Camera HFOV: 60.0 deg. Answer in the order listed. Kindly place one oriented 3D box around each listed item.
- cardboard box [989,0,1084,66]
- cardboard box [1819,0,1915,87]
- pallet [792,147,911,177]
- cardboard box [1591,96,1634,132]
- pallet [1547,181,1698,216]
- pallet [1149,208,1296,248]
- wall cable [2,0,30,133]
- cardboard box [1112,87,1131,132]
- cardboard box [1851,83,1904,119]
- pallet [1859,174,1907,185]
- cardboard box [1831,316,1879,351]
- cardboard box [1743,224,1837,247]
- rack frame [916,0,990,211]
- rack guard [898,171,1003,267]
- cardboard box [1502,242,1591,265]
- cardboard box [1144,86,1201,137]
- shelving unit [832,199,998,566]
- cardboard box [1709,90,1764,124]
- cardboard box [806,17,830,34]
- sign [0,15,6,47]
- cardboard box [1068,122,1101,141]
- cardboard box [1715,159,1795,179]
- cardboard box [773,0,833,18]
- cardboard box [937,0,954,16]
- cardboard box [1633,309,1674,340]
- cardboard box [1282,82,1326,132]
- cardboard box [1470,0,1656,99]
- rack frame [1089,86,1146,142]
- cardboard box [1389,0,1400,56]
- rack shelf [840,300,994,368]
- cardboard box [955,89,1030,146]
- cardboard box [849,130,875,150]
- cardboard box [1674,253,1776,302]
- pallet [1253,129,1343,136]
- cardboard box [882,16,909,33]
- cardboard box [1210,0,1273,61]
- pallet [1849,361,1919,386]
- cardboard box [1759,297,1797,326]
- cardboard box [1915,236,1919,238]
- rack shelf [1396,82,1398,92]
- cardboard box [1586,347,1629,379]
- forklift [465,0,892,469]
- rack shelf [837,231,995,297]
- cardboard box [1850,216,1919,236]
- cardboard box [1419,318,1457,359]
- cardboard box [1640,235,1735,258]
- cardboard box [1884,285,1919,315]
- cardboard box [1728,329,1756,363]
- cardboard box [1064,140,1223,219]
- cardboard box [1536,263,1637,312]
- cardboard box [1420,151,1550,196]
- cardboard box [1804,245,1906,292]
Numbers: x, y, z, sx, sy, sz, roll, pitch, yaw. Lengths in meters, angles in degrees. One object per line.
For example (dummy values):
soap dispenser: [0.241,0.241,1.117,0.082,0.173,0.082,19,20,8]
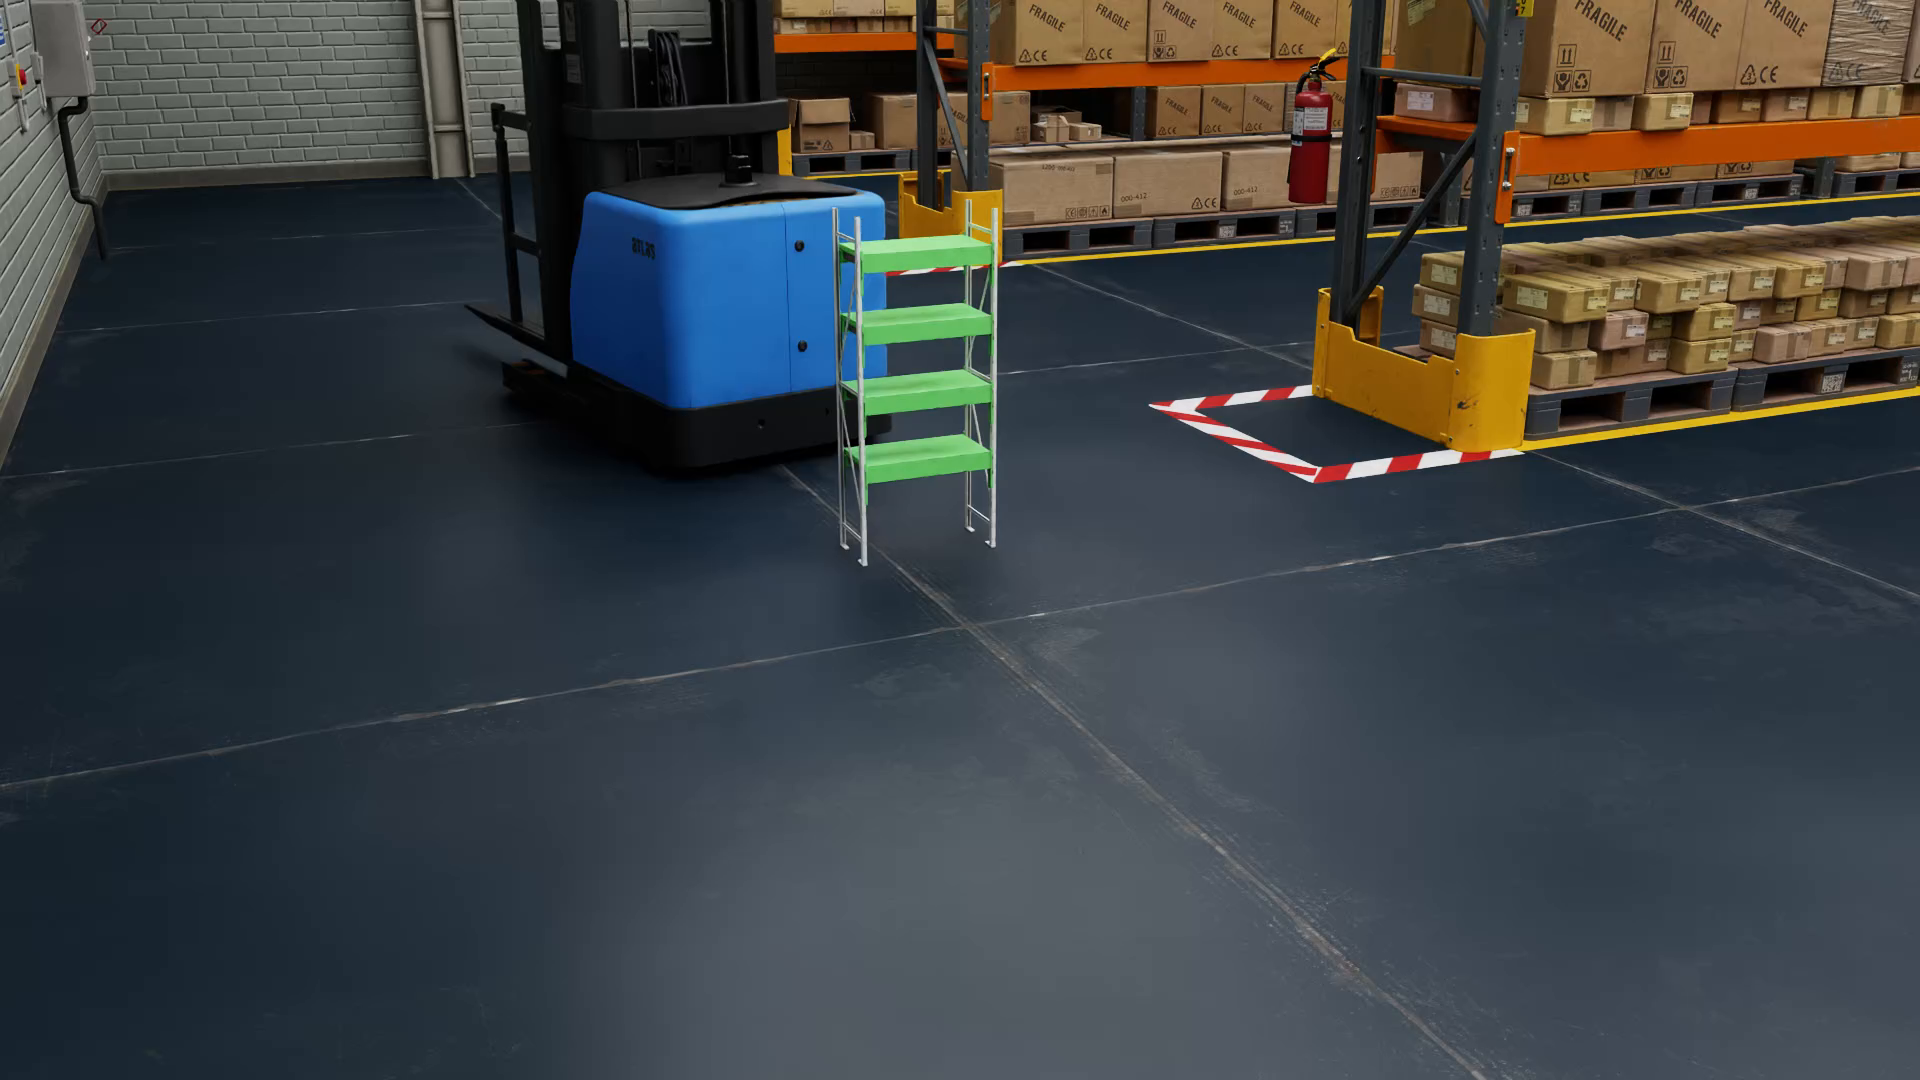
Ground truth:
cardboard box: [0.498,-3.486,11.256,0.500,0.500,0.500,-8,21,-22]
cardboard box: [3.920,-2.337,7.545,0.500,0.500,0.500,-9,21,-23]
pallet: [-1.225,-3.776,16.430,1.213,0.211,1.003,-8,21,-22]
cardboard box: [2.641,-1.837,7.102,0.250,0.149,0.380,-7,21,-20]
pallet: [5.416,-2.961,14.112,1.213,0.211,1.003,-8,21,-22]
pallet: [1.765,-2.436,12.624,1.213,0.211,1.003,-8,21,-22]
wall cable: [-5.225,-3.208,9.041,0.123,1.953,0.585,-8,21,-22]
cardboard box: [1.980,-4.677,17.919,0.500,0.500,0.500,-8,21,-22]
cardboard box: [4.093,-2.038,7.673,0.250,0.149,0.380,-8,21,-21]
pallet: [9.125,-3.462,15.537,1.213,0.211,1.003,-8,21,-22]
cardboard box: [4.228,-1.041,8.123,0.250,0.149,0.380,-8,21,-21]
cardboard box: [4.285,-1.529,8.612,0.250,0.149,0.380,-8,21,-21]
rack frame: [-0.057,-3.463,11.342,0.127,3.000,1.000,-8,21,-22]
rack guard: [-0.079,-2.281,11.748,0.348,0.500,1.175,-8,21,-22]
cardboard box: [2.823,-1.336,8.066,0.250,0.149,0.380,-9,21,-23]
cardboard box: [2.180,-4.517,17.465,0.500,0.500,0.500,-7,21,-20]
shelving unit: [-0.152,-0.544,5.761,0.503,1.200,0.258,-8,21,-22]
cardboard box: [3.352,-1.961,7.452,0.250,0.149,0.380,-8,21,-22]
cardboard box: [-1.401,-4.865,15.701,0.250,0.149,0.380,-8,21,-21]
sign: [-5.262,-2.819,9.105,0.001,0.218,0.327,-8,21,-22]
cardboard box: [1.251,-4.193,17.075,0.250,0.149,0.380,-9,21,-24]
cardboard box: [6.622,-3.646,14.428,0.875,0.875,0.875,-8,21,-22]
cardboard box: [-1.503,-5.024,15.551,0.500,0.250,0.500,-8,21,-22]
cardboard box: [-0.115,-5.232,16.141,0.500,0.250,0.500,-9,21,-23]
cardboard box: [3.043,-1.029,7.642,0.250,0.149,0.380,-8,21,-21]
cardboard box: [3.603,-4.721,18.044,0.500,0.500,0.500,-9,21,-24]
cardboard box: [2.518,-2.129,6.955,0.500,0.500,0.500,-7,21,-19]
rack frame: [1.646,-5.503,17.134,0.127,3.000,1.000,-8,21,-22]
cardboard box: [3.291,-3.898,12.425,0.500,0.500,0.500,-8,21,-21]
rack shelf: [-0.152,-0.710,5.702,0.480,0.148,0.258,-8,21,-22]
cardboard box: [0.326,-4.284,16.805,0.500,0.500,0.700,-9,21,-24]
cardboard box: [-1.022,-3.926,16.315,0.250,0.149,0.380,-9,21,-24]
cardboard box: [3.553,-1.225,7.749,0.250,0.149,0.380,-7,21,-20]
pallet: [3.500,-4.468,18.393,1.213,0.211,1.003,-8,21,-22]
cardboard box: [-0.675,-4.962,15.975,0.250,0.149,0.380,-8,21,-21]
cardboard box: [1.878,-3.694,11.845,0.500,0.500,0.500,-7,21,-20]
pallet: [5.067,-1.079,8.768,1.213,0.211,1.003,-8,21,-22]
cardboard box: [3.760,-1.142,7.962,0.250,0.149,0.380,-7,21,-19]
cardboard box: [5.001,-1.421,8.305,0.250,0.149,0.380,-8,21,-22]
rack shelf: [5.452,-3.913,13.703,4.000,0.370,1.077,-8,21,-22]
cardboard box: [2.812,-0.851,7.583,0.250,0.149,0.380,-8,21,-22]
forklift: [-1.542,-2.101,7.575,1.130,2.935,3.031,-13,23,-32]
rack shelf: [-0.152,-0.937,5.623,0.480,0.148,0.258,-8,21,-22]
cardboard box: [4.995,-1.627,8.891,0.250,0.149,0.380,-7,21,-19]
cardboard box: [2.397,-0.953,7.873,0.250,0.149,0.380,-8,21,-21]
cardboard box: [3.597,-1.404,8.258,0.250,0.149,0.380,-9,21,-24]
cardboard box: [4.528,-1.226,8.200,0.250,0.149,0.380,-8,21,-21]
cardboard box: [3.512,-0.949,7.861,0.250,0.149,0.380,-8,21,-22]
cardboard box: [1.346,-2.693,12.380,0.875,0.438,0.875,-8,21,-20]
cardboard box: [2.818,-1.139,7.506,0.250,0.149,0.380,-8,21,-21]
cardboard box: [4.154,-3.291,13.420,0.875,0.875,0.875,-7,21,-20]
cardboard box: [4.277,-1.307,7.983,0.250,0.149,0.380,-9,21,-24]
